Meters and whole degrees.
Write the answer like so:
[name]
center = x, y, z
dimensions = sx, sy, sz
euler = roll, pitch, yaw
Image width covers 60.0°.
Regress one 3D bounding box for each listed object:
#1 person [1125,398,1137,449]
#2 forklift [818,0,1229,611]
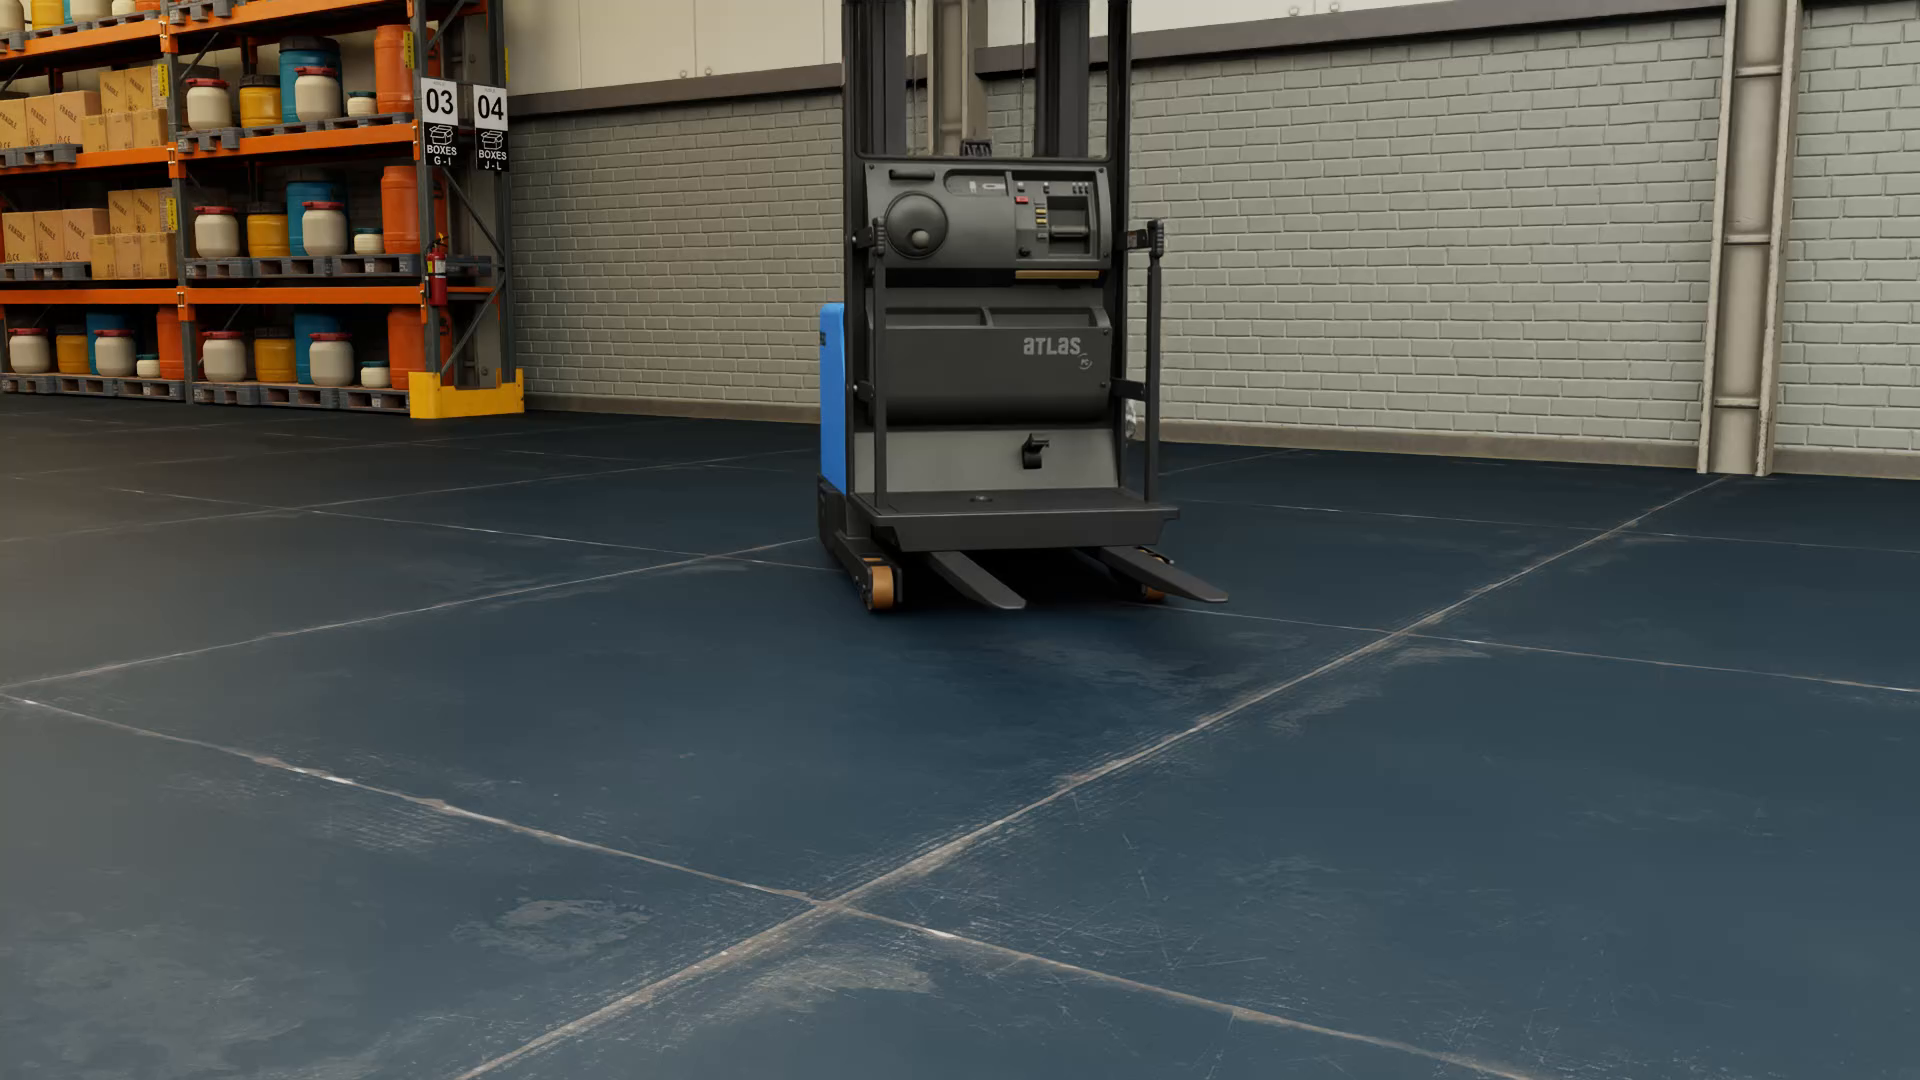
[person]
center = 0.476, -0.917, 8.108
dimensions = 0.891, 1.730, 0.499
euler = -8, 11, -43
[forklift]
center = 0.153, -1.256, 6.028
dimensions = 1.130, 2.935, 3.031
euler = -2, 8, -11
